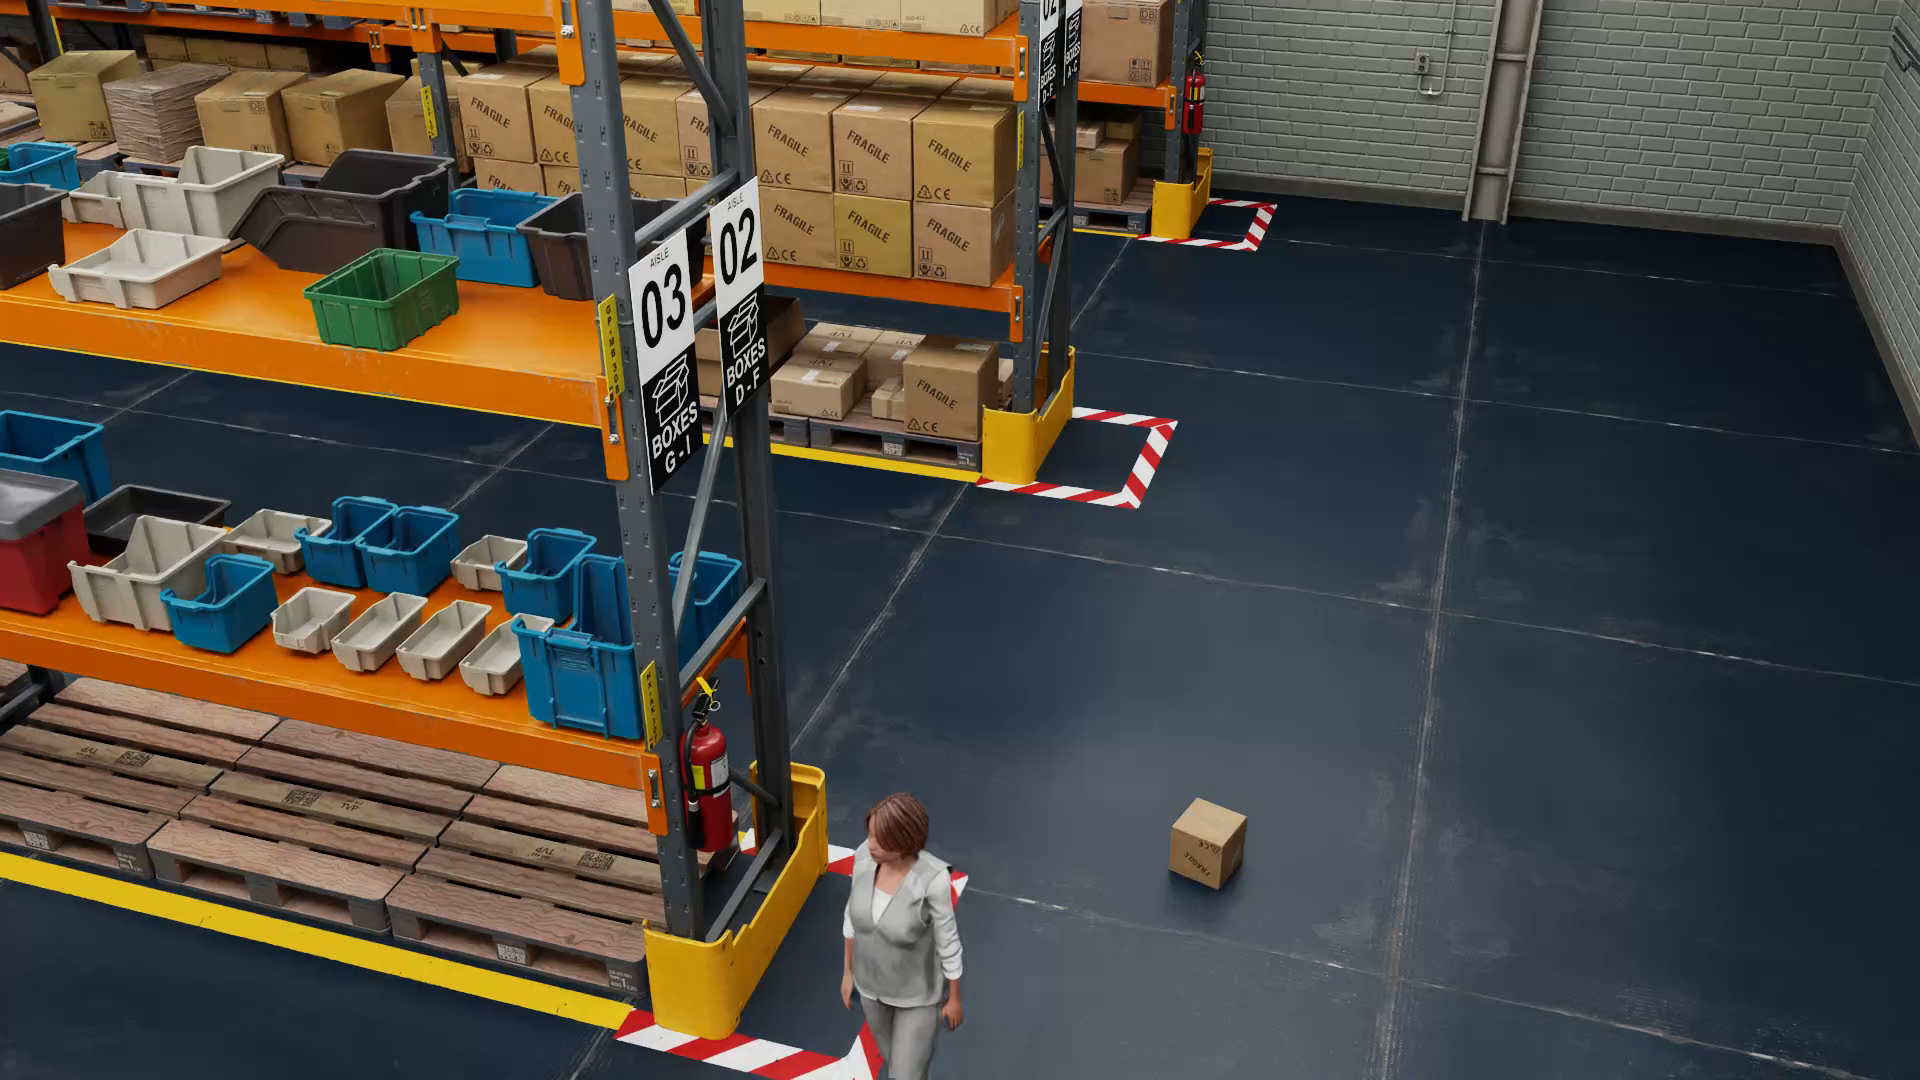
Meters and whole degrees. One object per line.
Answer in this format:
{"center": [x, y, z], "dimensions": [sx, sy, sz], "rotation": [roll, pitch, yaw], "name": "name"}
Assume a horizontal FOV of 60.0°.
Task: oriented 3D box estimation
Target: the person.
{"center": [-0.221, 1.554, 5.727], "dimensions": [0.454, 1.602, 0.434], "rotation": [18, 34, 29], "name": "person"}
